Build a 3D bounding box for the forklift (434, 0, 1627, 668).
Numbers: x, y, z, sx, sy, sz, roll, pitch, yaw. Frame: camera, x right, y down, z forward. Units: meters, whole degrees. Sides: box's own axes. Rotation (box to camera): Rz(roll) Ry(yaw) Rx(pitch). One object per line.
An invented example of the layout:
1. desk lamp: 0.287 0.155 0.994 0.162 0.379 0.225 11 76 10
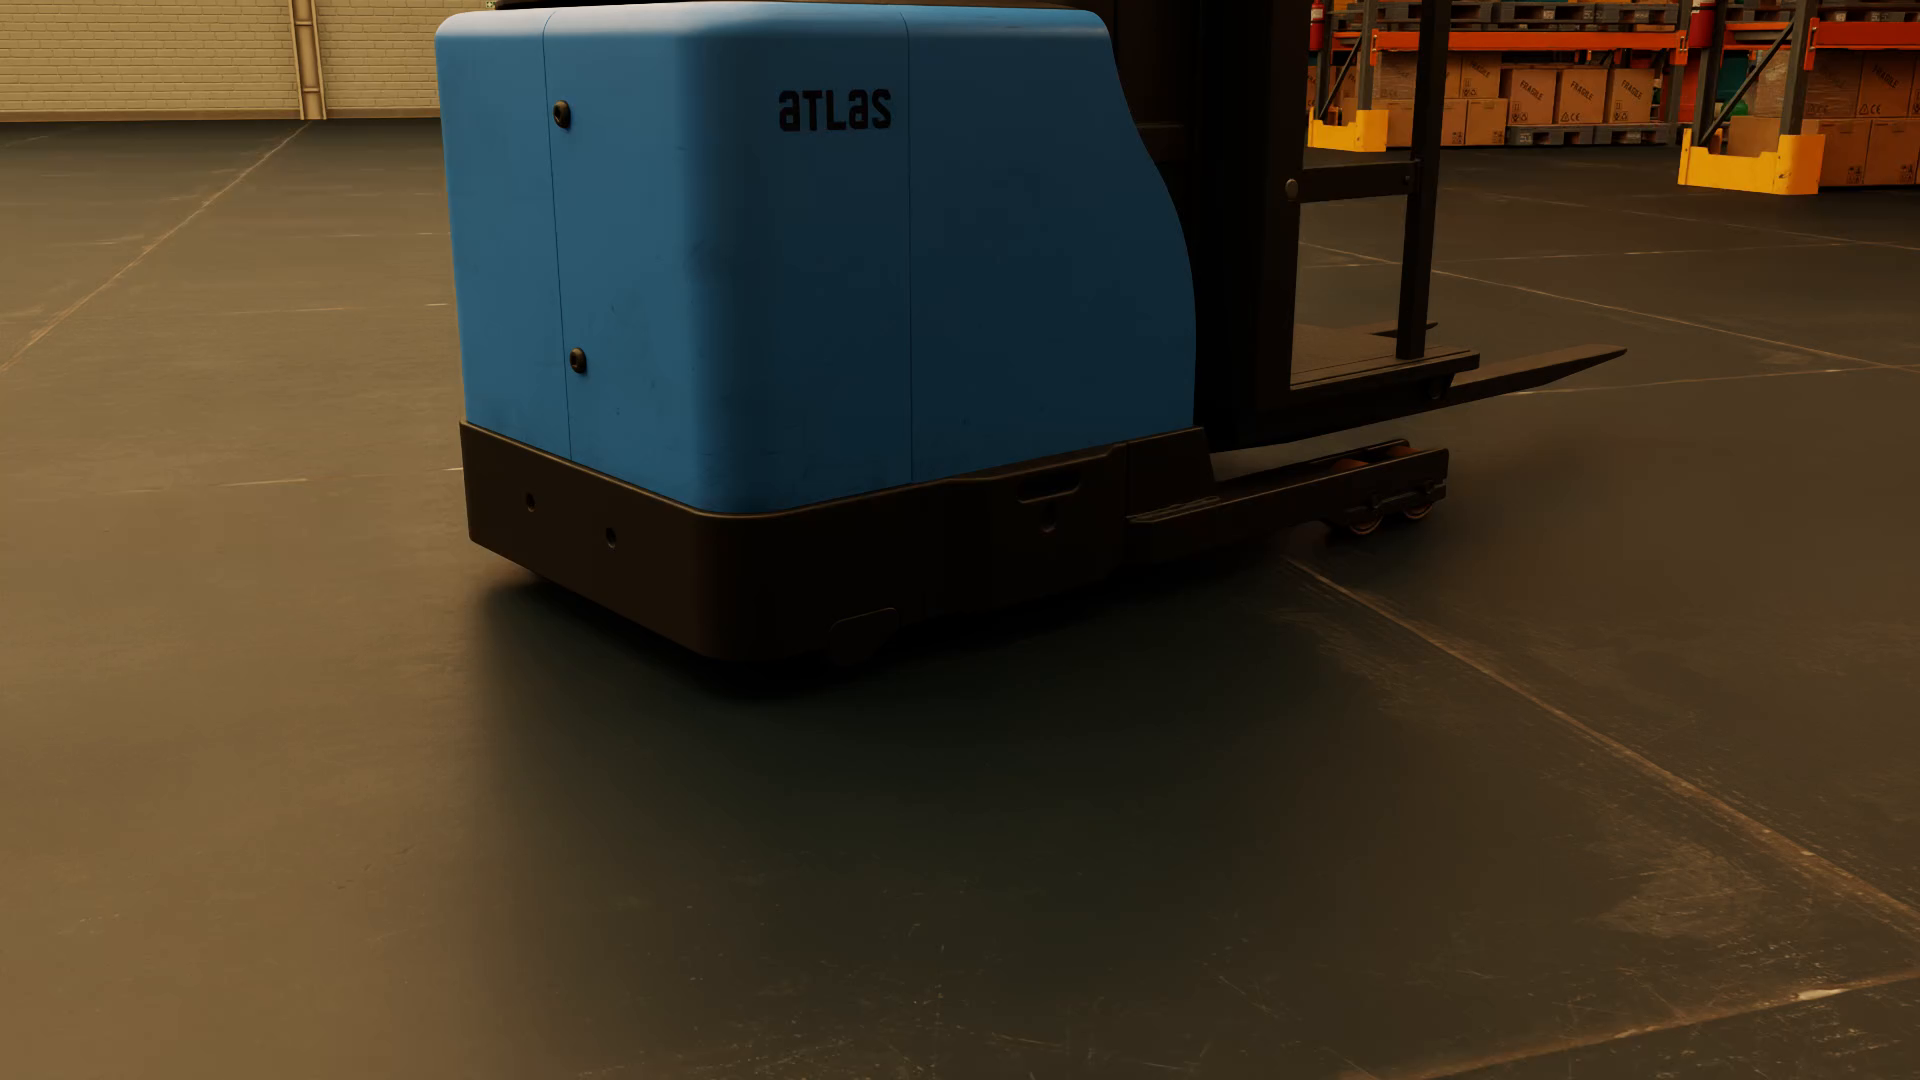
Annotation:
1. forklift: 0.465 -1.517 3.532 3.031 2.935 1.130 -13 21 -38
